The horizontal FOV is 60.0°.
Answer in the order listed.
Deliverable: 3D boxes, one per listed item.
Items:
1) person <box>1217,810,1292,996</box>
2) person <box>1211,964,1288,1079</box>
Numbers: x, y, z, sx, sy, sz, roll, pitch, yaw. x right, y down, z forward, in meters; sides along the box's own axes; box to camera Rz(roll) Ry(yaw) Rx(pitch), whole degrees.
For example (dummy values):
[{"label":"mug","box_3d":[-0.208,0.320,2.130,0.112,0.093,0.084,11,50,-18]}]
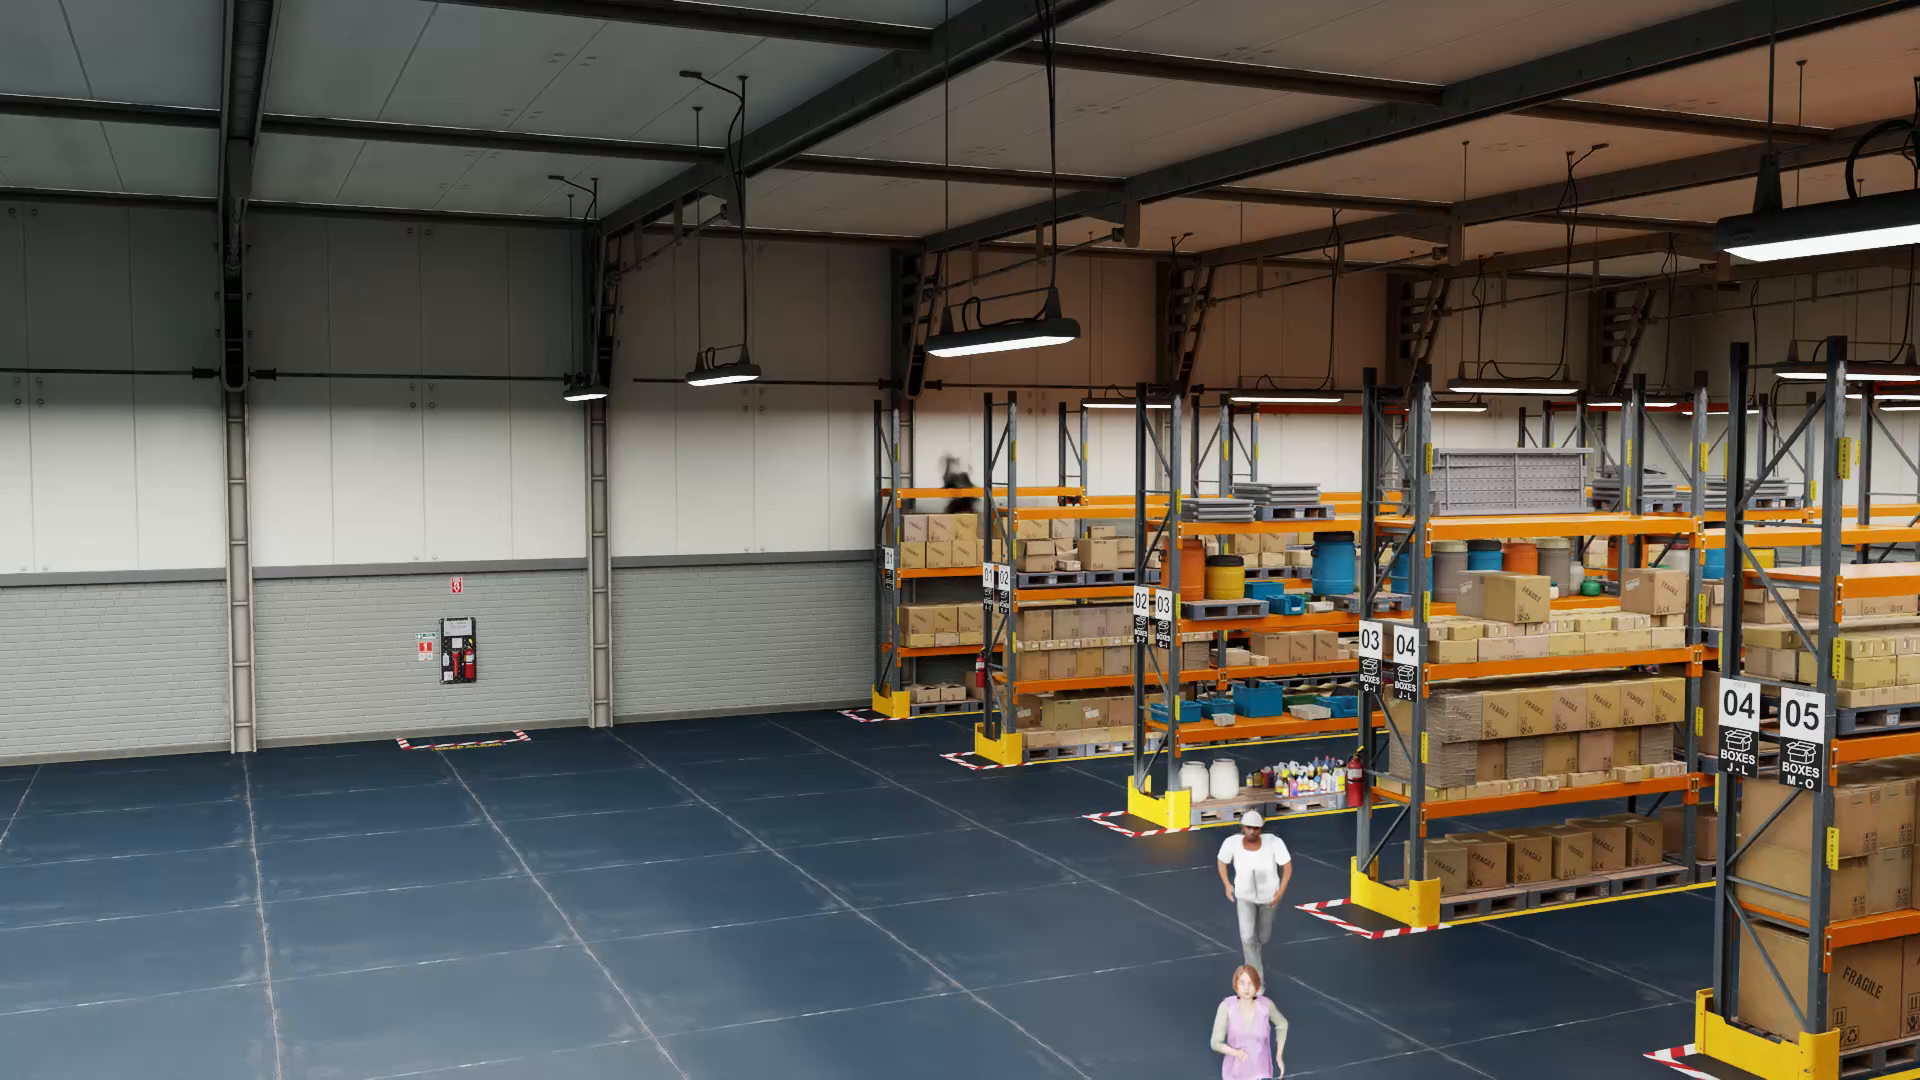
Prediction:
[{"label":"person","box_3d":[2.795,3.400,15.795,0.701,1.750,1.000,0,3,8]},{"label":"person","box_3d":[1.969,3.702,11.351,0.507,1.621,0.682,1,3,13]}]
